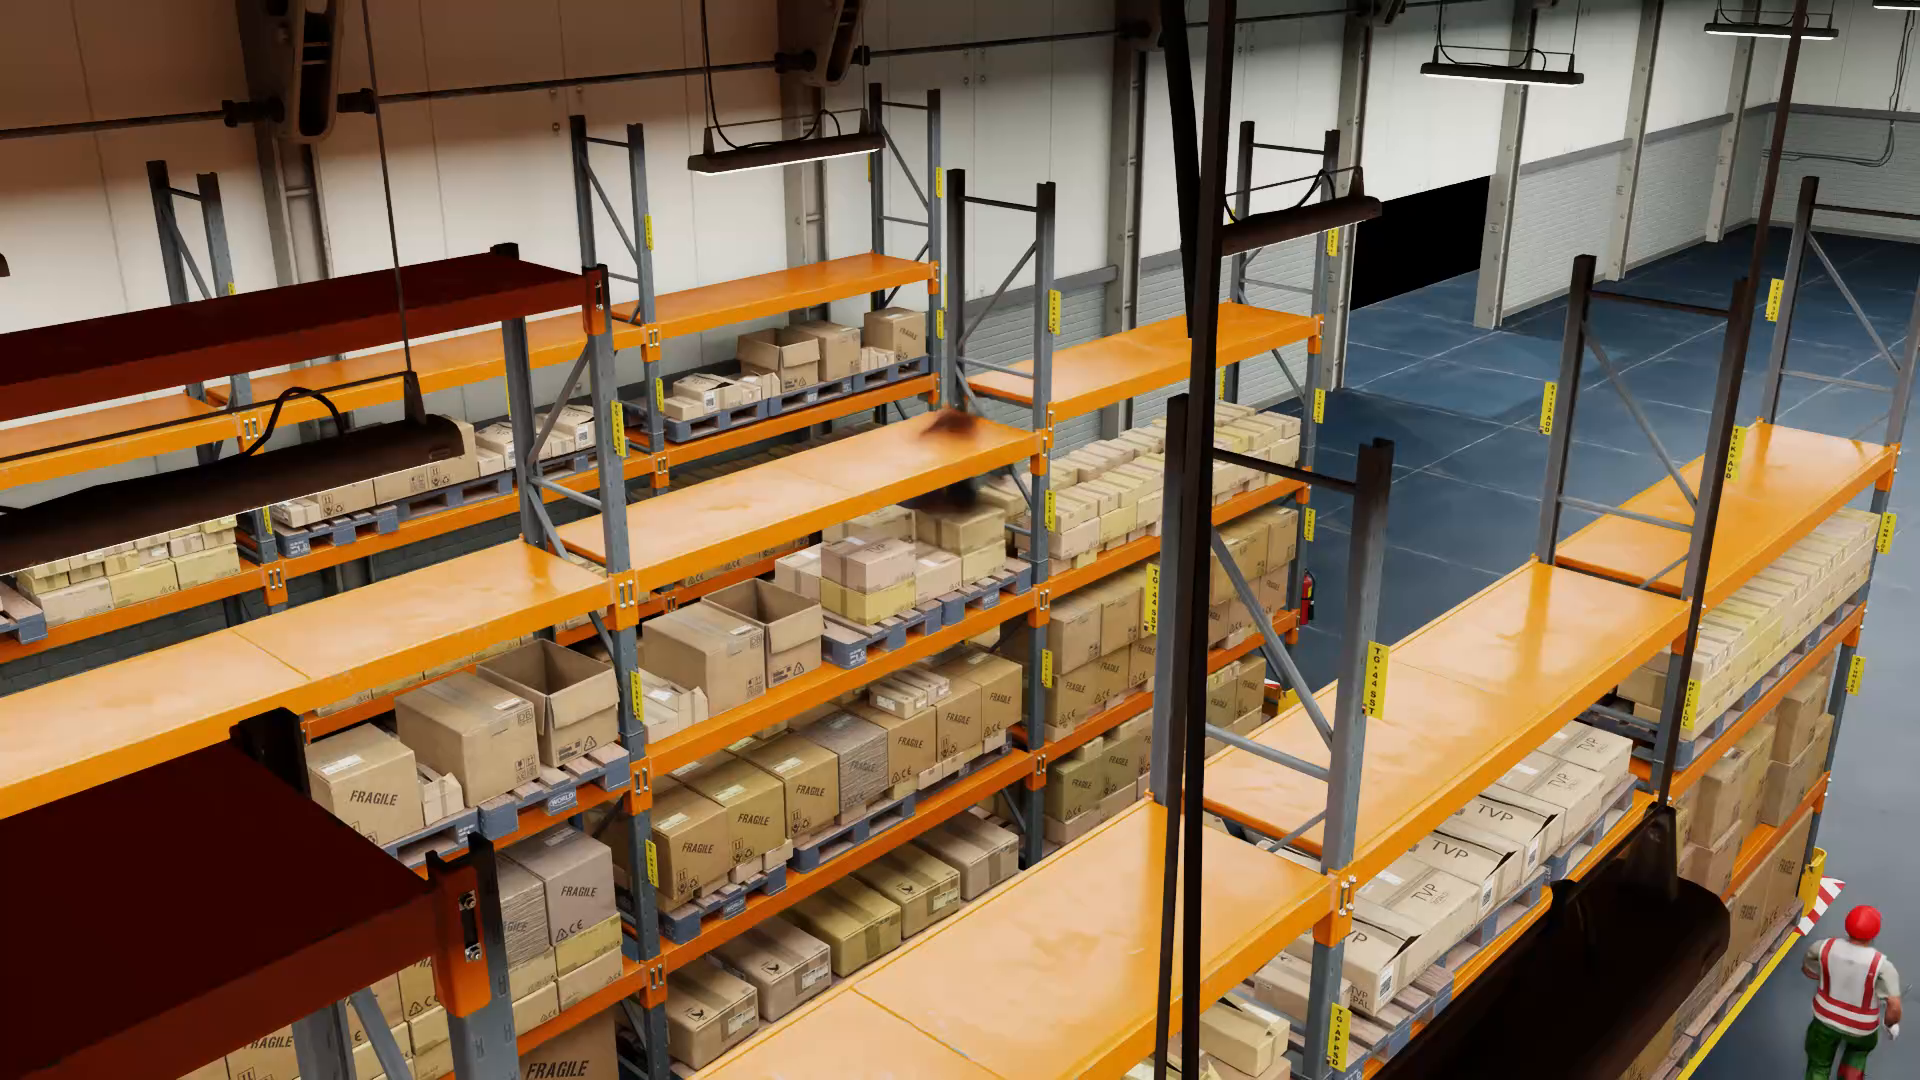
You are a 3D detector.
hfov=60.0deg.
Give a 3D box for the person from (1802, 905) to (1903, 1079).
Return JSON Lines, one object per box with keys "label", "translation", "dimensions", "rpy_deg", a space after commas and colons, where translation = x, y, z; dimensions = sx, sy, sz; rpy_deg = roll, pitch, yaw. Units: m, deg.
{"label": "person", "translation": [5.980, 3.229, 11.226], "dimensions": [0.640, 1.785, 0.700], "rpy_deg": [14, 25, 32]}
